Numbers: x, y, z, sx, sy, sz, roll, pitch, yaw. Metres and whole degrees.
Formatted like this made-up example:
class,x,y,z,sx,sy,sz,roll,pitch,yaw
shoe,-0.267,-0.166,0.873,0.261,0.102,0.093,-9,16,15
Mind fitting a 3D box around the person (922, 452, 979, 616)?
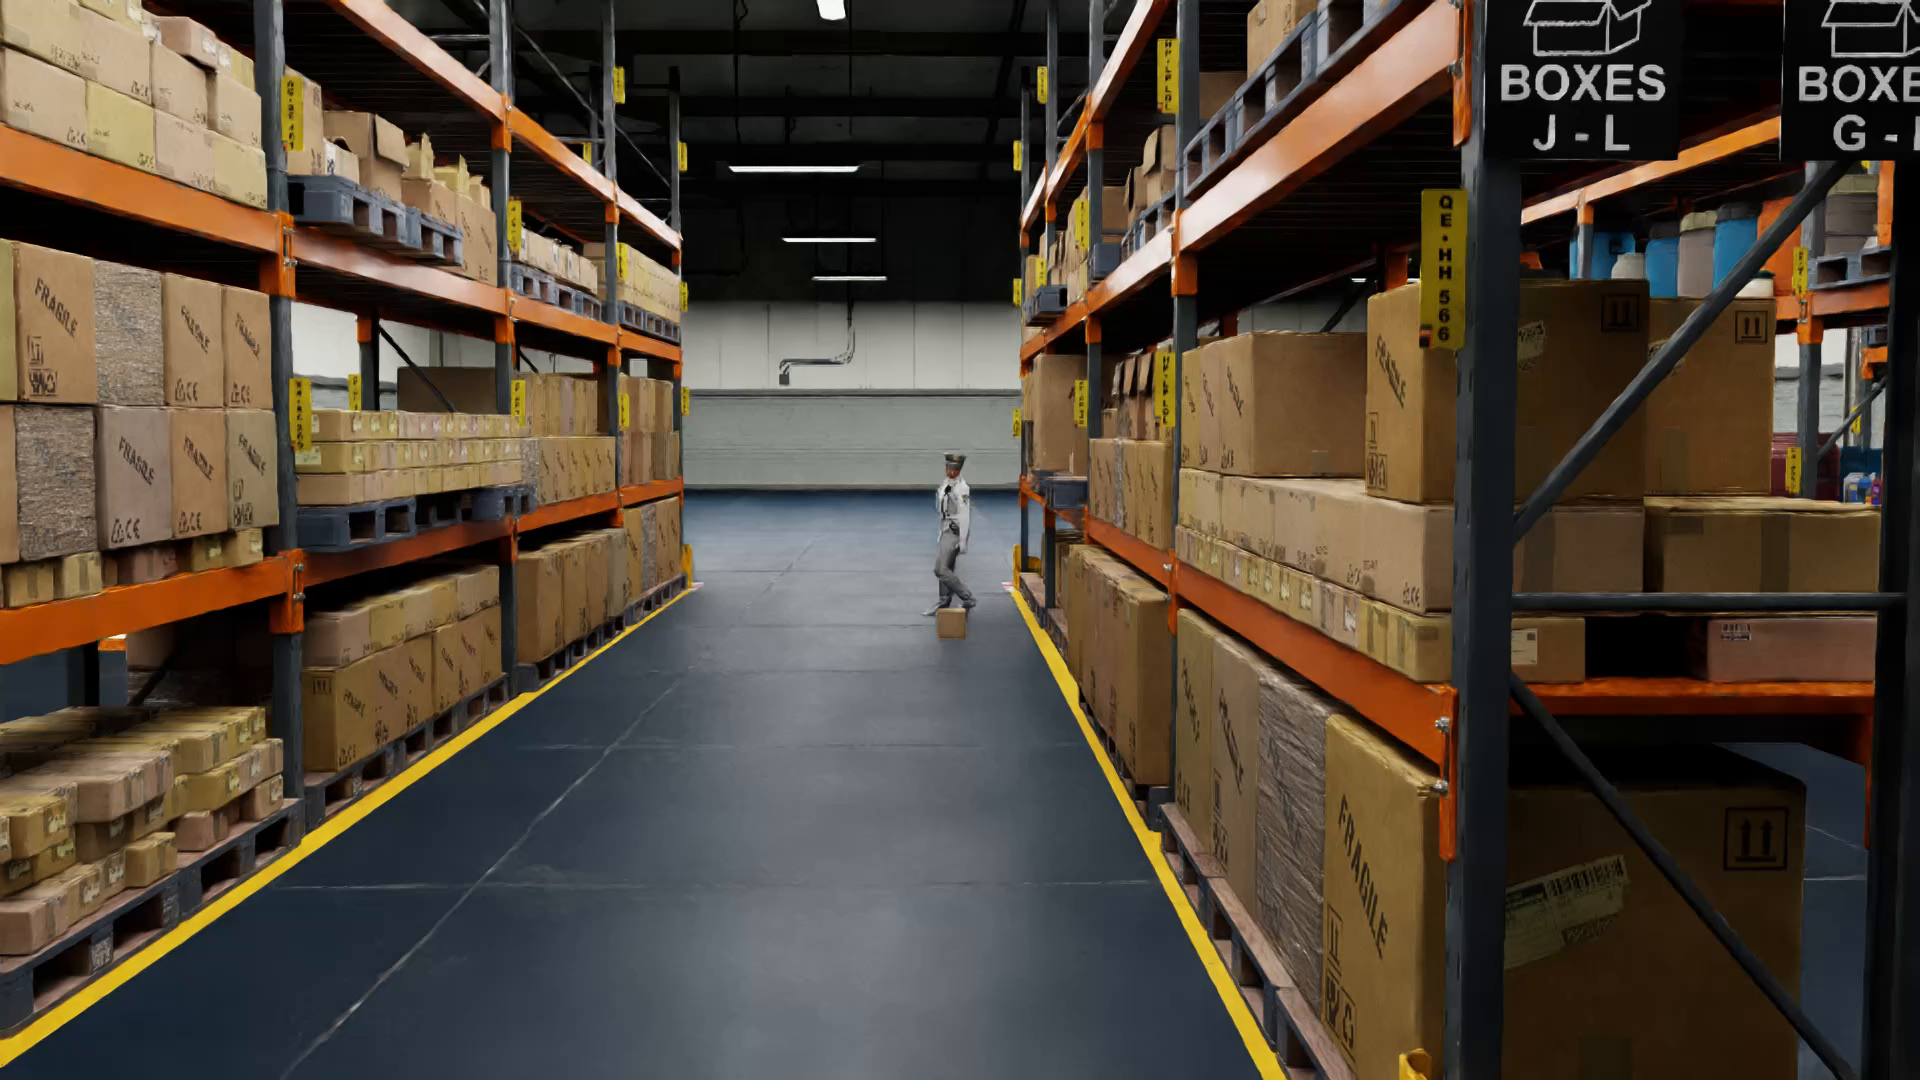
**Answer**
class,x,y,z,sx,sy,sz,roll,pitch,yaw
person,-0.105,-0.047,16.408,0.460,1.633,0.617,-1,4,-11
